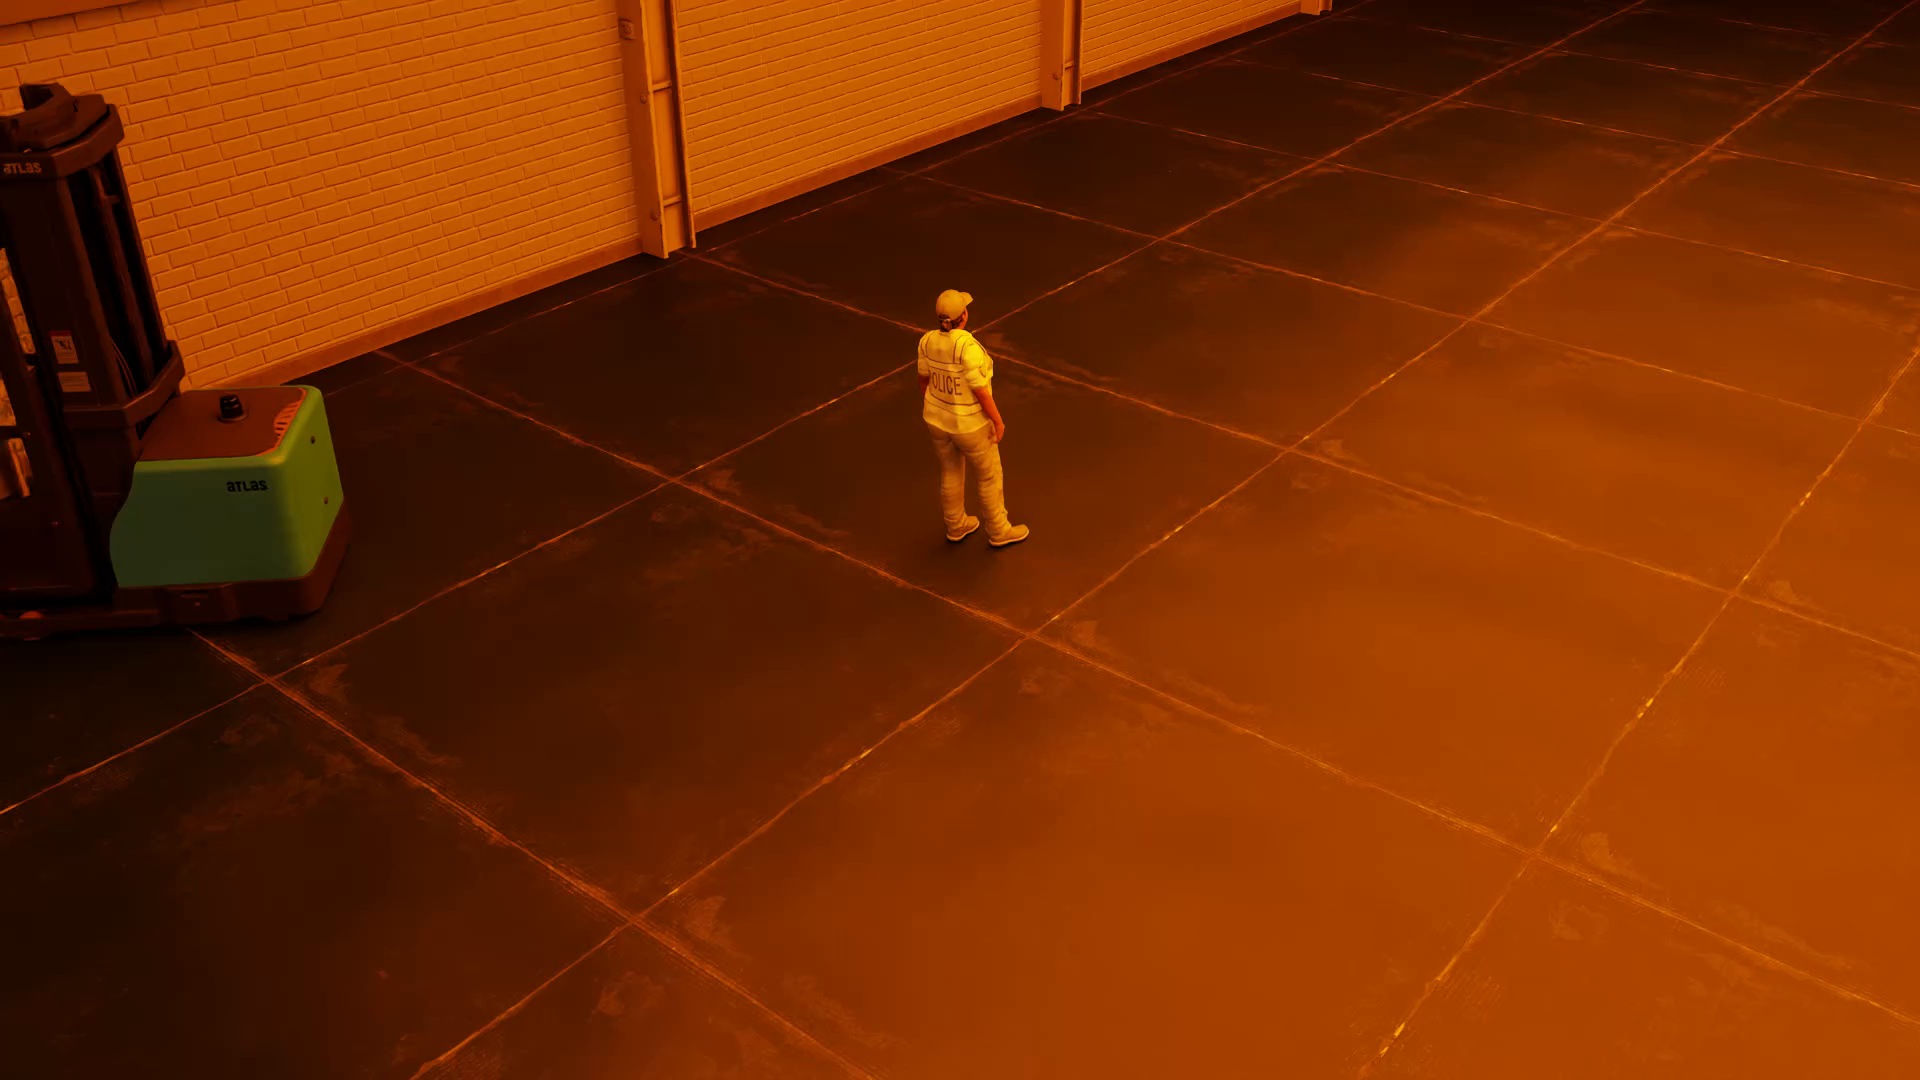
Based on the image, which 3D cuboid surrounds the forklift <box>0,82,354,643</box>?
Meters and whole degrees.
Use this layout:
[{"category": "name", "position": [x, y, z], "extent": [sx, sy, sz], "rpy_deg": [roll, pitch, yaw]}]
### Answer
[{"category": "forklift", "position": [-5.271, -0.959, 9.236], "extent": [3.031, 2.935, 1.130], "rpy_deg": [-3, 30, -5]}]

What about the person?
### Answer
[{"category": "person", "position": [0.066, -0.749, 10.115], "extent": [0.599, 1.670, 0.529], "rpy_deg": [22, 37, 33]}]
